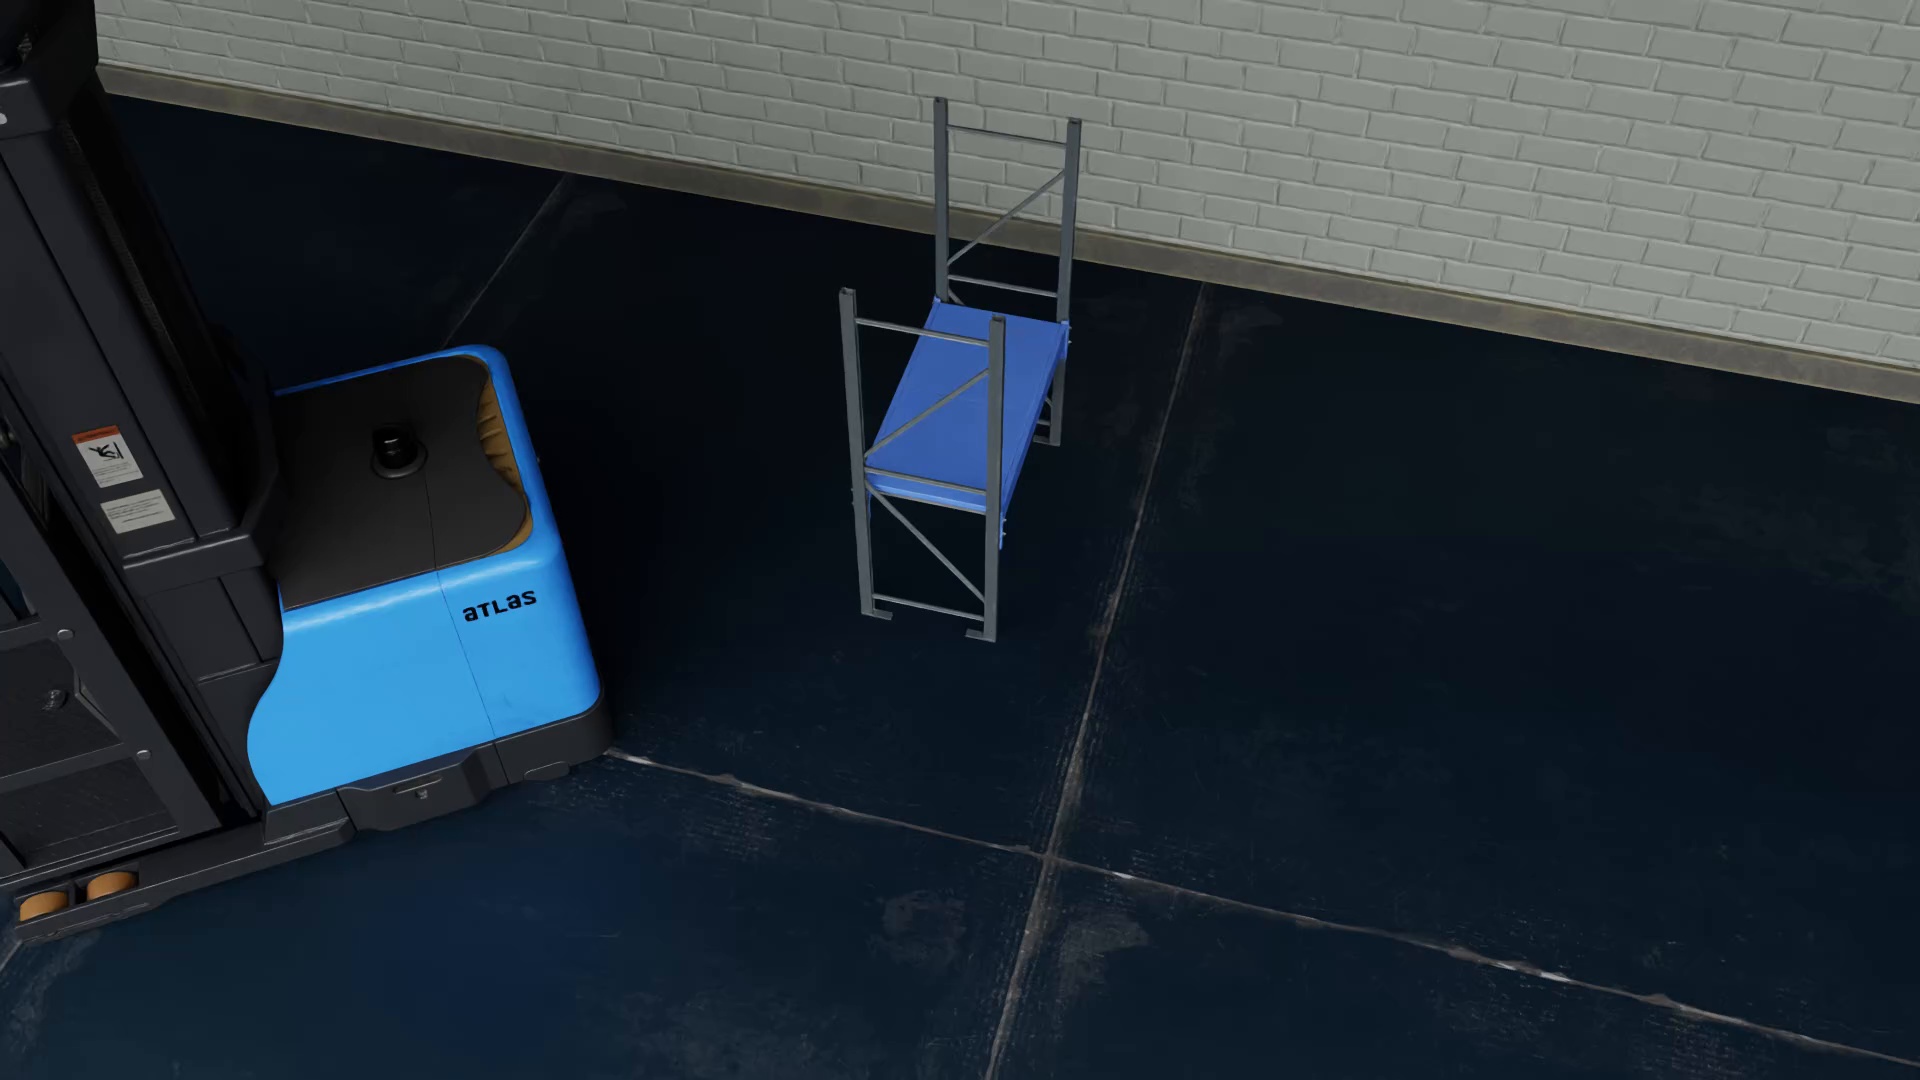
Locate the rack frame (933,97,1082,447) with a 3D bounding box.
[{"bbox_3d":[0.156,-0.926,6.067,0.500,1.500,0.032,12,50,10],"label":"rack frame"}]

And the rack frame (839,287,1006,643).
[{"bbox_3d":[-0.111,-0.190,5.418,0.500,1.500,0.032,12,50,10],"label":"rack frame"}]

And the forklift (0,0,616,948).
[{"bbox_3d":[-2.724,-0.181,4.455,3.031,2.935,1.130,-16,51,-14],"label":"forklift"}]

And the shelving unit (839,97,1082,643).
[{"bbox_3d":[0.022,-0.558,5.742,0.538,1.500,1.048,12,50,10],"label":"shelving unit"}]

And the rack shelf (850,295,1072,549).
[{"bbox_3d":[0.022,-0.439,5.877,0.538,0.185,1.000,12,50,10],"label":"rack shelf"}]
